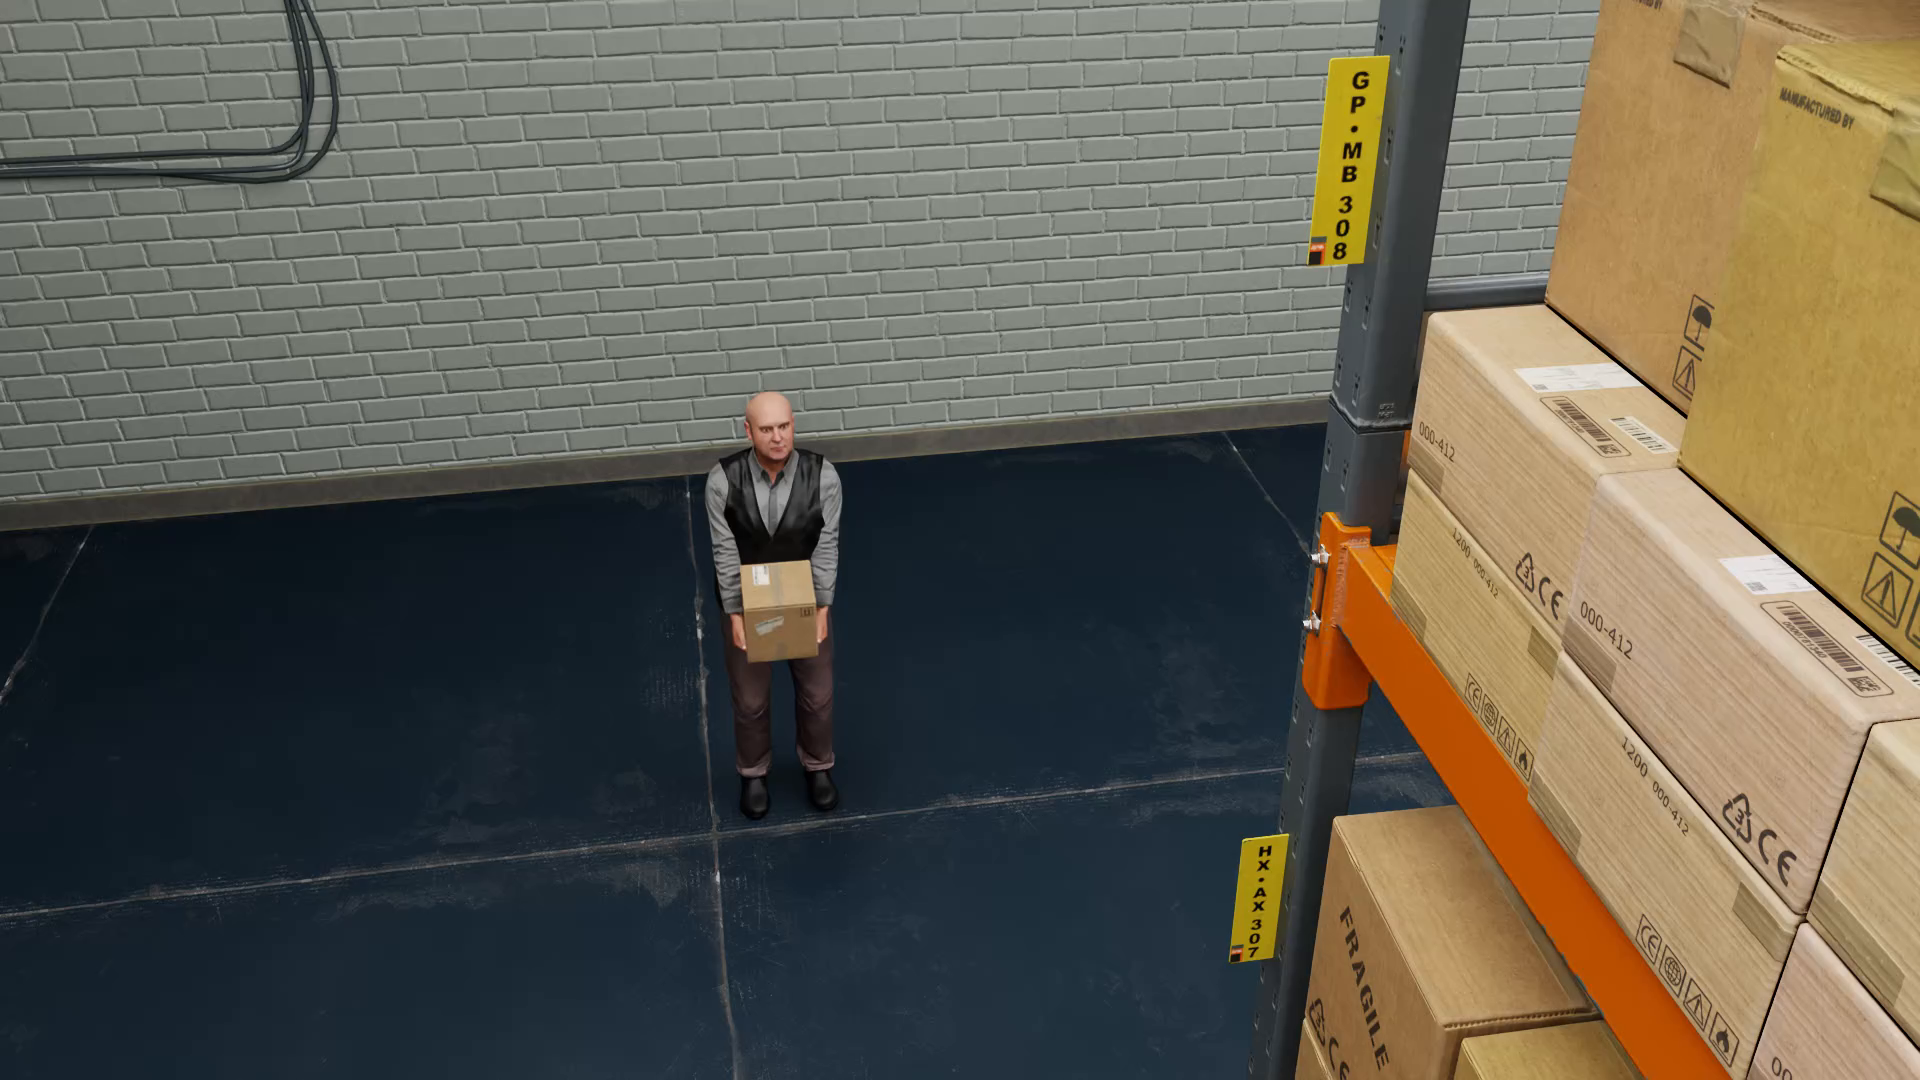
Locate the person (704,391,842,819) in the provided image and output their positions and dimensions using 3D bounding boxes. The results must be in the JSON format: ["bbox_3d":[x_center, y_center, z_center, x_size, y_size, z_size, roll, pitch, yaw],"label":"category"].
[{"bbox_3d":[-0.655,0.300,6.155,0.494,1.713,0.556,-5,31,-8],"label":"person"}]
